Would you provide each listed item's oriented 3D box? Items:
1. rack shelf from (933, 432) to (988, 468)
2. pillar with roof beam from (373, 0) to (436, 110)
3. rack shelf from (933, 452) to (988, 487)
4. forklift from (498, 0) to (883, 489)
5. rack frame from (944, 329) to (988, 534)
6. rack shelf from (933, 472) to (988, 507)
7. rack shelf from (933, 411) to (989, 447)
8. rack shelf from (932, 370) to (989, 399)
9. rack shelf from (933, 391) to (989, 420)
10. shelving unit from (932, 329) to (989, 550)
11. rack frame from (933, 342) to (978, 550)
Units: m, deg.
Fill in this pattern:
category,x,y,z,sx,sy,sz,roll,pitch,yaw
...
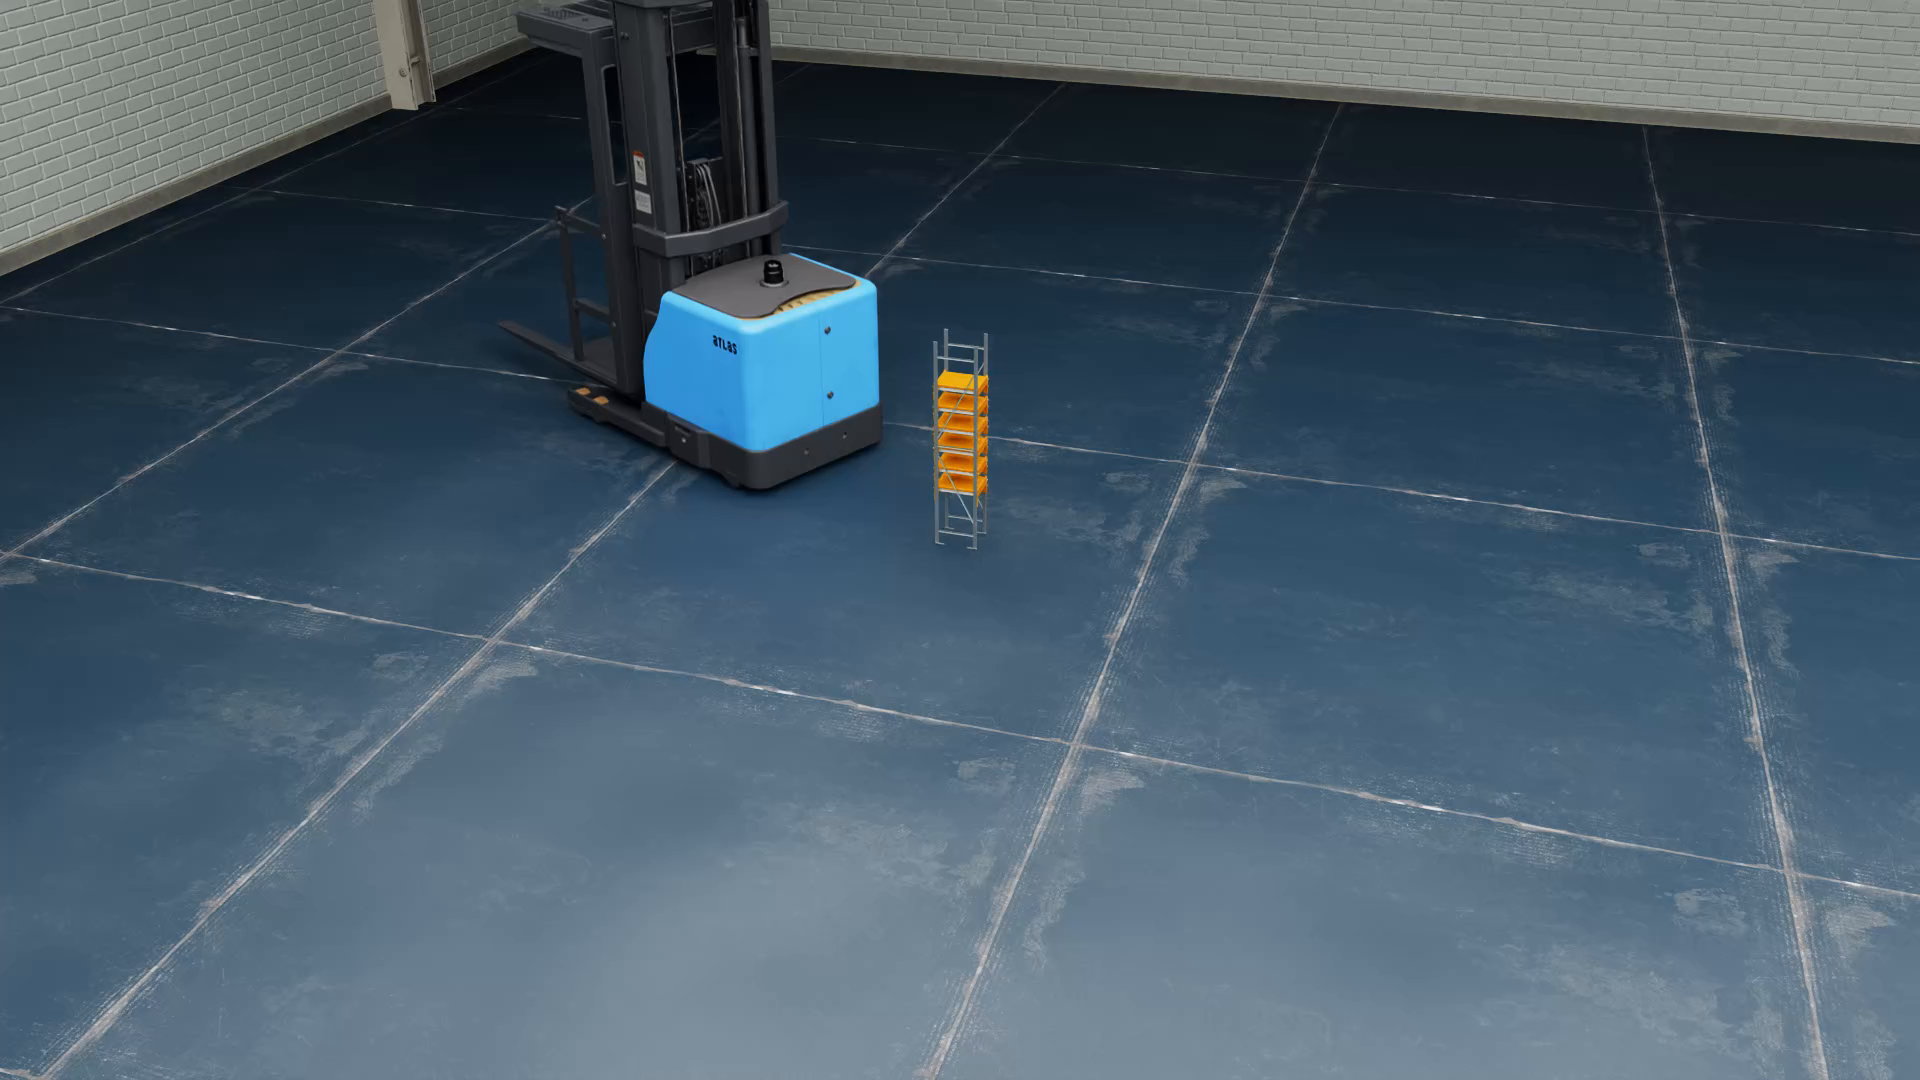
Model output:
category,x,y,z,sx,sy,sz,roll,pitch,yaw
rack shelf,0.004,-0.492,8.992,0.258,0.103,0.180,8,30,15
pillar with roof beam,-1.632,-7.899,14.192,9.100,9.000,0.400,8,30,15
rack shelf,0.004,-0.387,9.050,0.258,0.103,0.180,8,30,15
forklift,-1.880,-2.187,10.166,3.031,2.935,1.130,25,38,38
rack frame,0.031,-0.574,9.047,0.240,1.200,0.006,8,30,15
rack shelf,0.004,-0.282,9.109,0.258,0.103,0.180,8,30,15
rack shelf,0.004,-0.597,8.934,0.258,0.103,0.180,8,30,15
rack shelf,0.004,-0.807,8.817,0.258,0.103,0.180,8,30,15
rack shelf,0.004,-0.702,8.875,0.258,0.103,0.180,8,30,15
shelving unit,0.004,-0.531,8.970,0.258,1.200,0.189,8,30,15
rack frame,-0.023,-0.489,8.894,0.240,1.200,0.006,8,30,15
